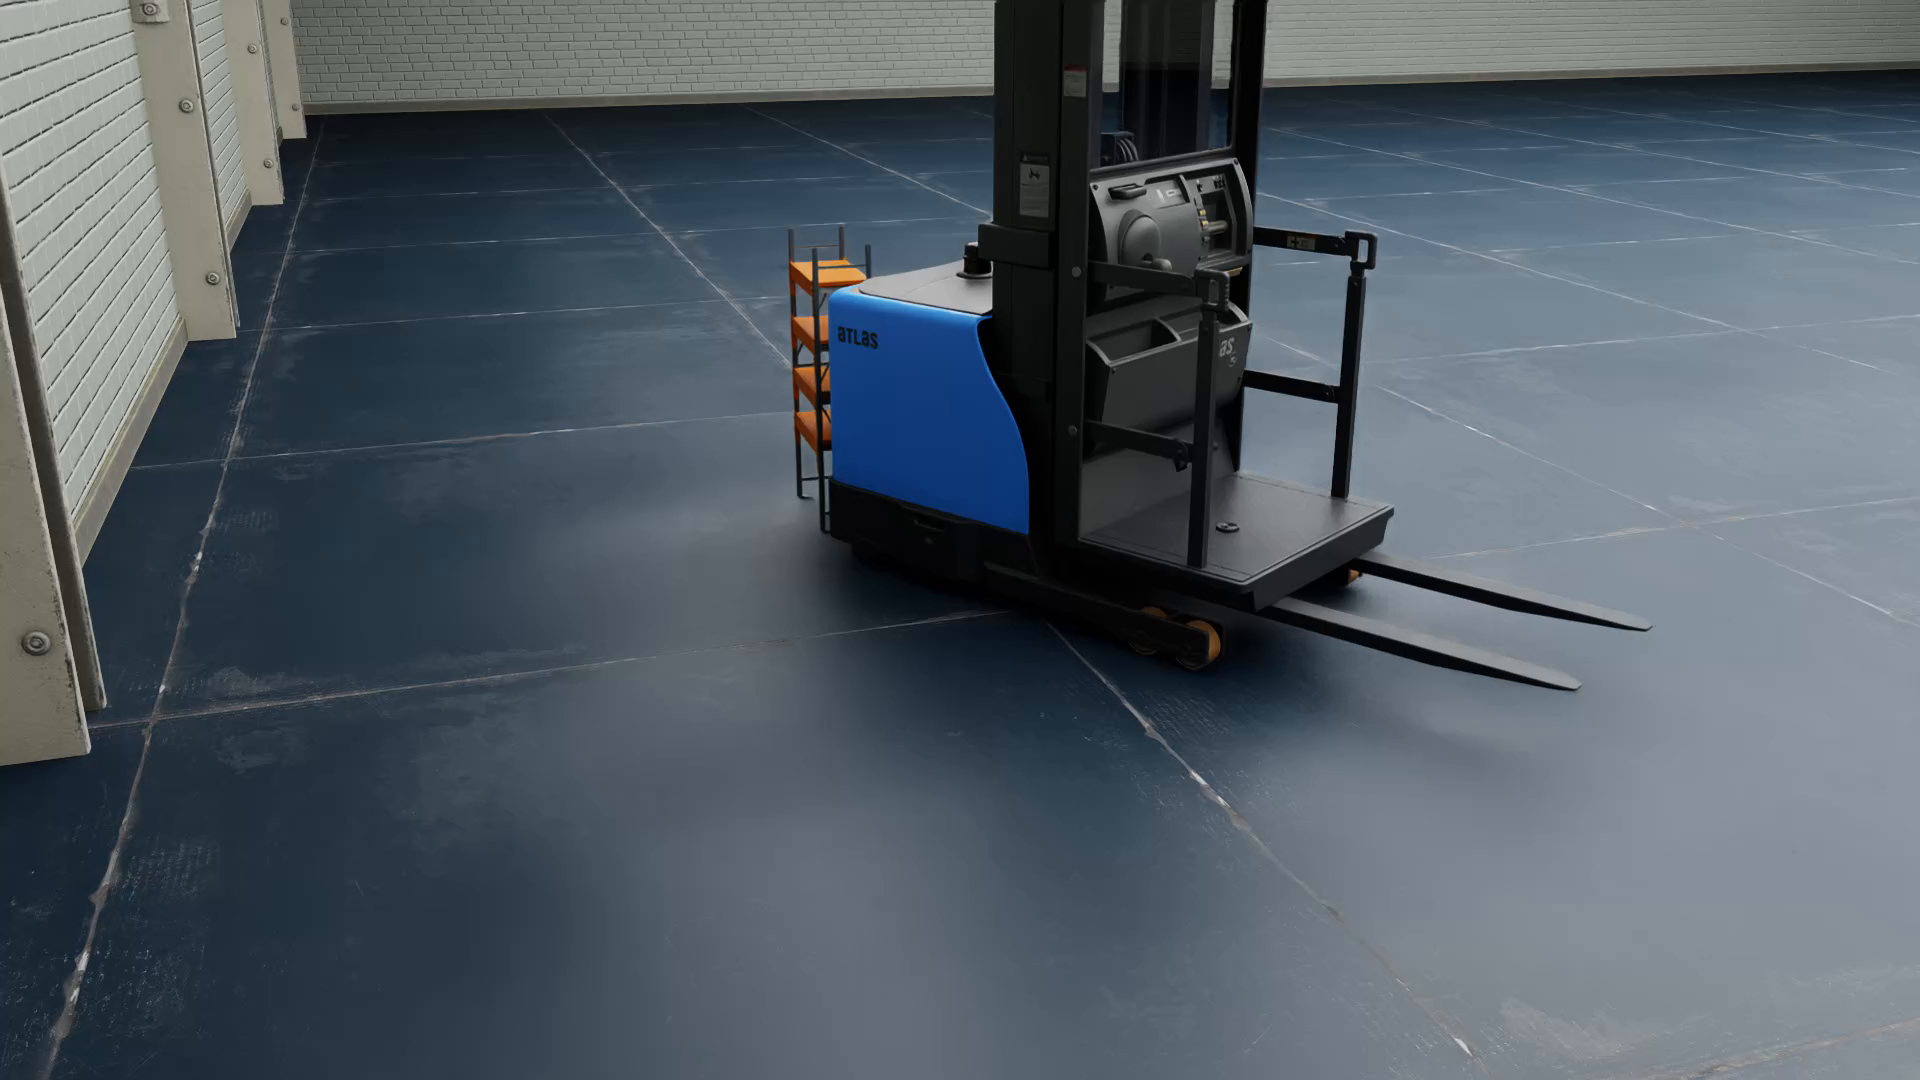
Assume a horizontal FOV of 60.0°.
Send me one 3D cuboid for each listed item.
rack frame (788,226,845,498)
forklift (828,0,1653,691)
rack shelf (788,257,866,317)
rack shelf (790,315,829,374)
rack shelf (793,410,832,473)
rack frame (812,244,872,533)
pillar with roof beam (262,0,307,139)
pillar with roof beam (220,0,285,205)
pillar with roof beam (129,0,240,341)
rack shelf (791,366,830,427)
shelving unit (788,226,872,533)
[{"bbox_3d":[-0.612,-0.766,7.274,0.240,1.200,0.015,-6,21,-16],"label":"rack frame"},{"bbox_3d":[0.918,-1.137,5.746,3.031,2.935,1.130,16,25,38],"label":"forklift"},{"bbox_3d":[-0.542,-1.057,6.921,0.258,0.148,0.480,-6,21,-16],"label":"rack shelf"},{"bbox_3d":[-0.542,-0.834,7.001,0.258,0.148,0.480,-6,21,-16],"label":"rack shelf"},{"bbox_3d":[-0.542,-0.437,7.144,0.258,0.148,0.480,-6,21,-16],"label":"rack shelf"},{"bbox_3d":[-0.472,-0.608,6.834,0.240,1.200,0.015,-6,21,-16],"label":"rack frame"},{"bbox_3d":[-4.448,-9.860,21.057,9.100,9.000,0.400,-6,21,-17],"label":"pillar with roof beam"},{"bbox_3d":[-2.562,-7.935,15.696,9.100,9.000,0.400,-6,21,-17],"label":"pillar with roof beam"},{"bbox_3d":[-0.676,-6.010,10.336,9.100,9.000,0.400,-6,21,-17],"label":"pillar with roof beam"},{"bbox_3d":[-0.542,-0.624,7.077,0.258,0.148,0.480,-6,21,-16],"label":"rack shelf"},{"bbox_3d":[-0.542,-0.687,7.054,0.258,1.200,0.503,-6,21,-16],"label":"shelving unit"}]
